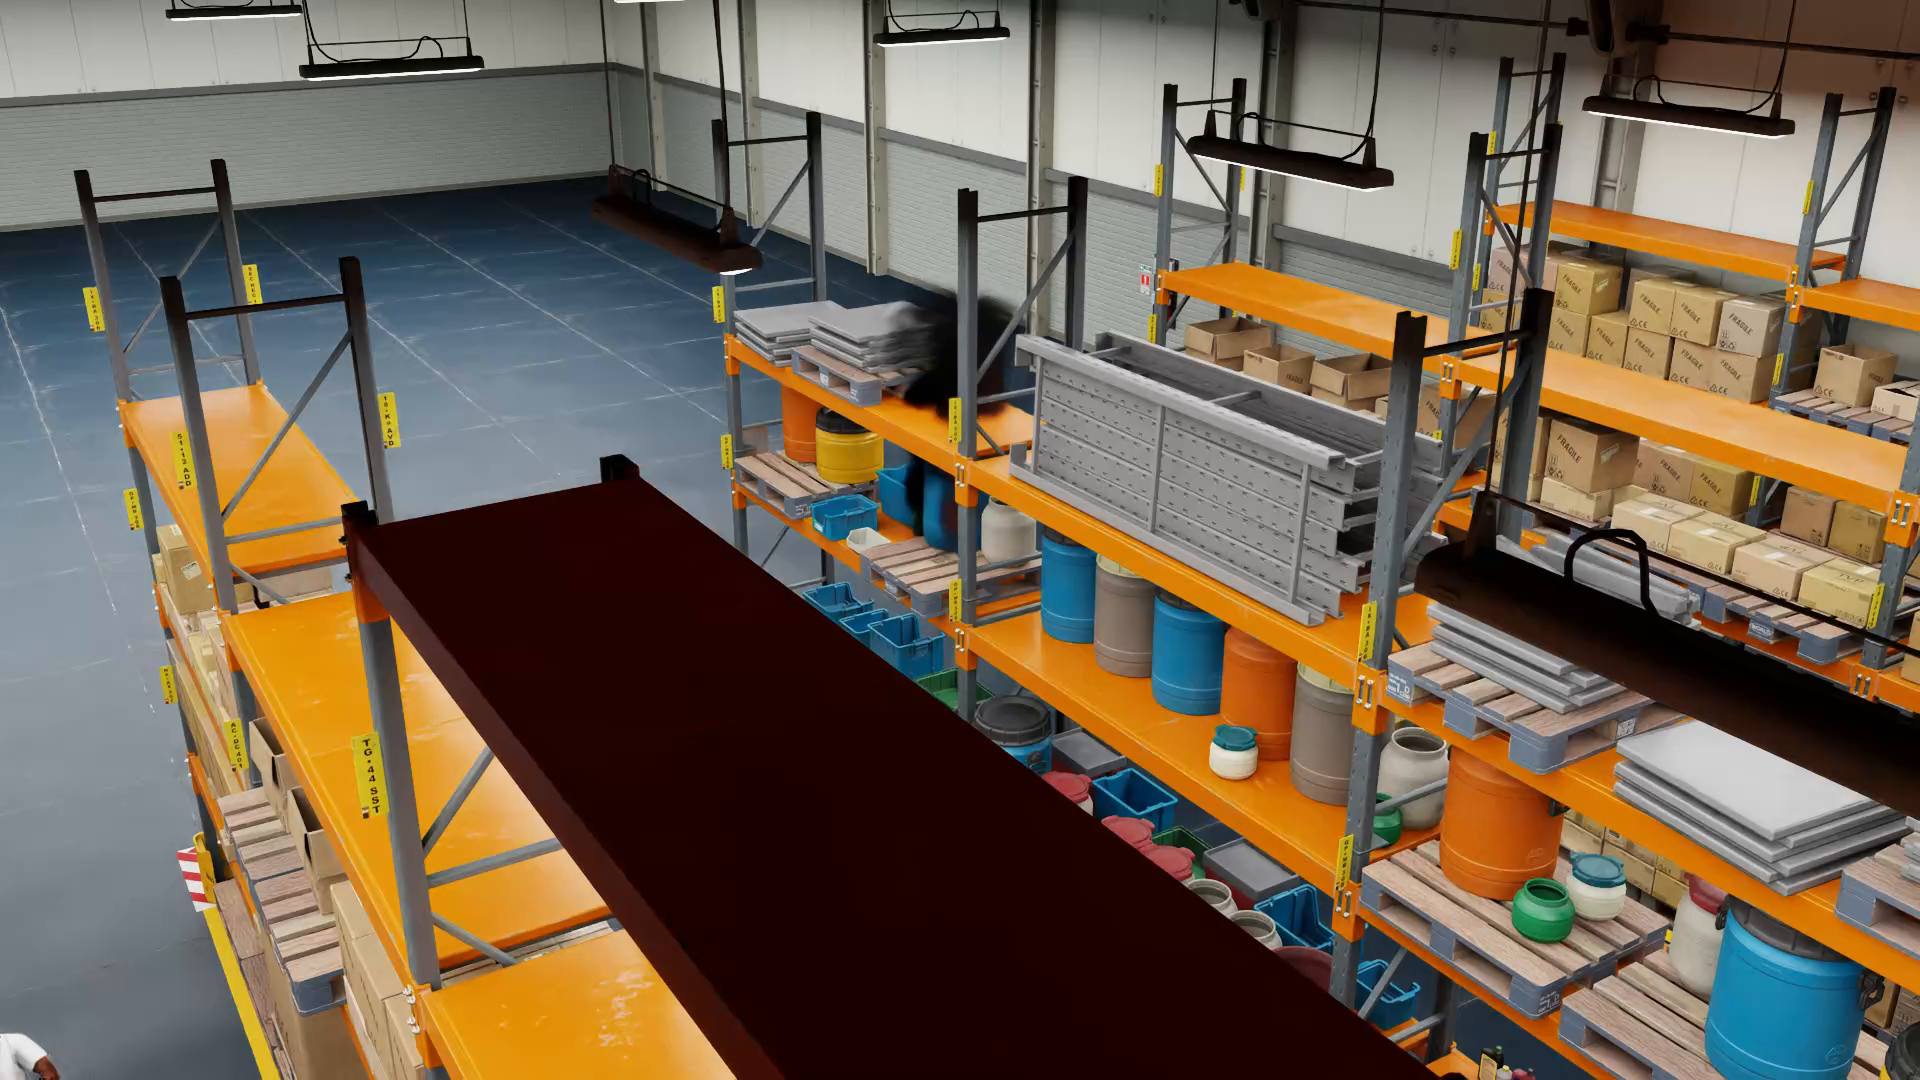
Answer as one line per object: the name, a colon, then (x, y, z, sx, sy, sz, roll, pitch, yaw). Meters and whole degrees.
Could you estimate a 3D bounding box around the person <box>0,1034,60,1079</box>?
person: (-5.787, 3.679, 10.129, 0.708, 1.599, 1.118, -18, 28, -38)
